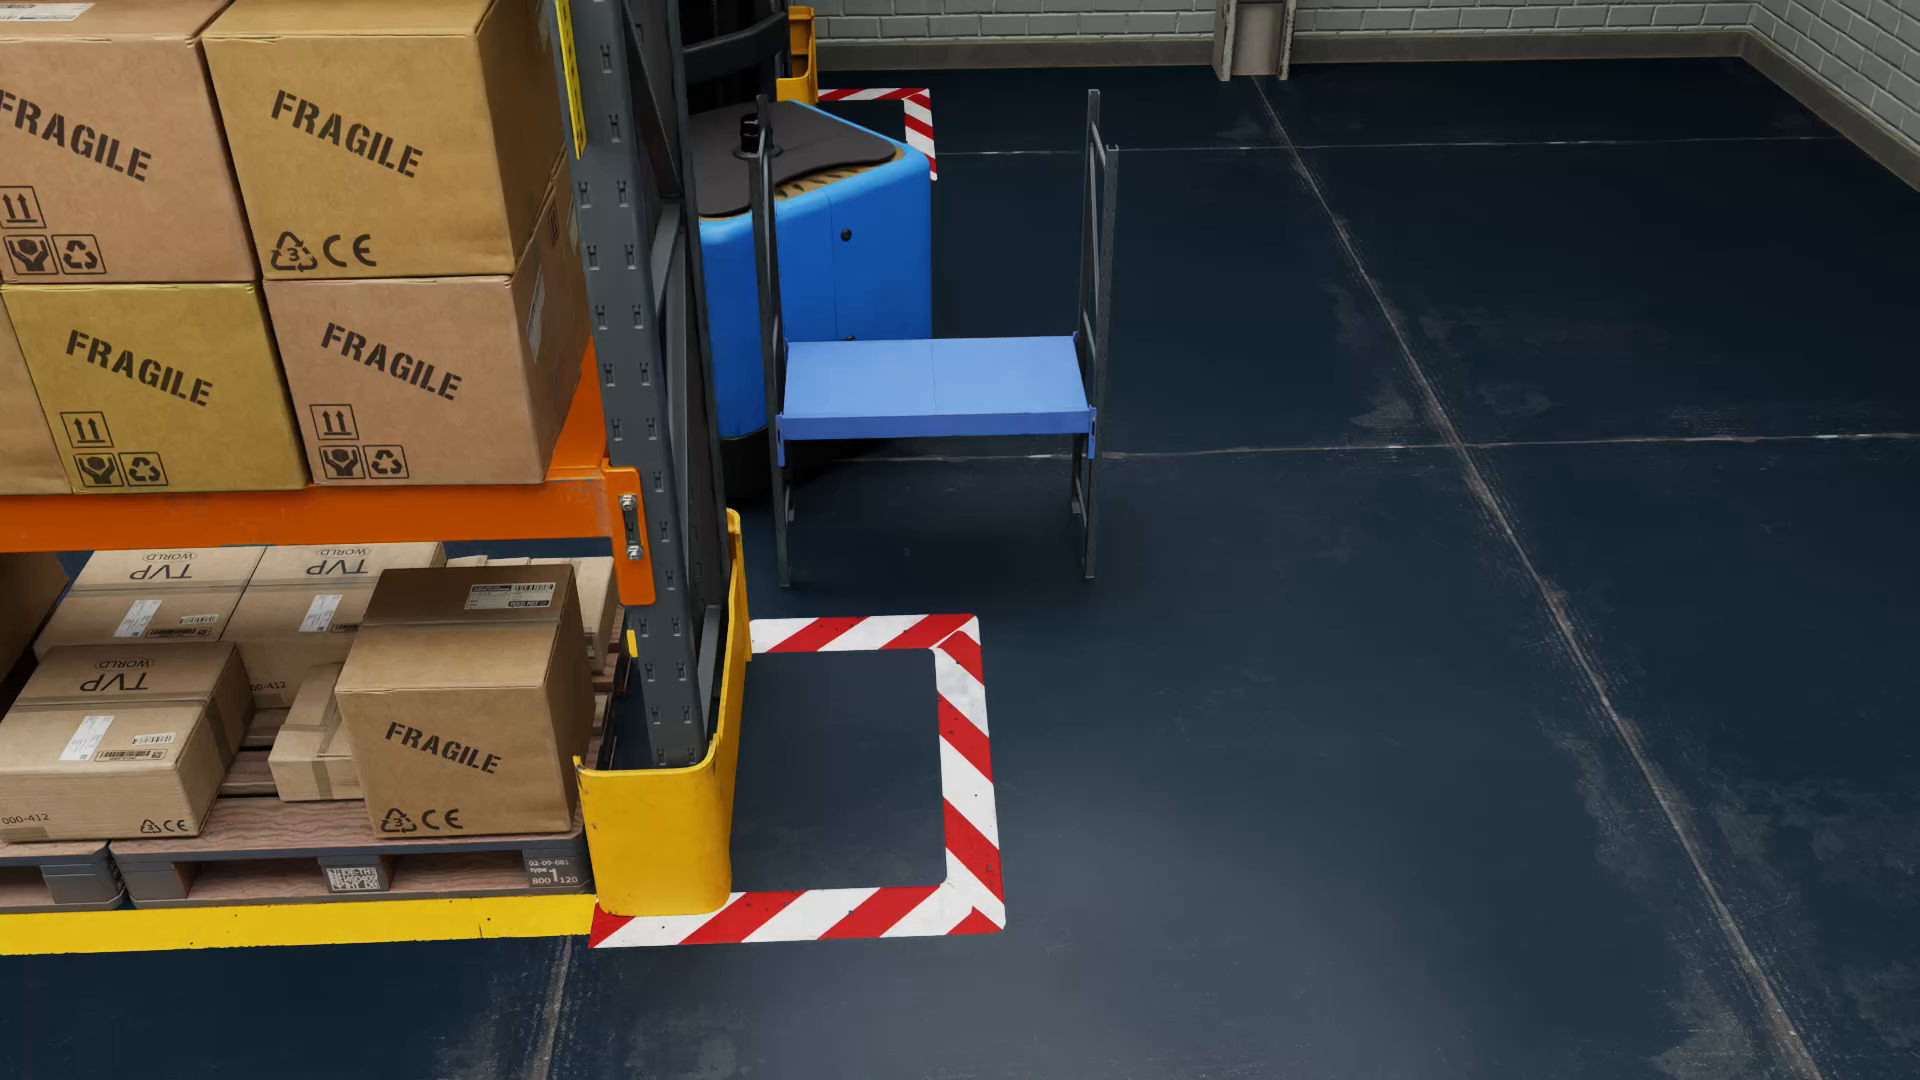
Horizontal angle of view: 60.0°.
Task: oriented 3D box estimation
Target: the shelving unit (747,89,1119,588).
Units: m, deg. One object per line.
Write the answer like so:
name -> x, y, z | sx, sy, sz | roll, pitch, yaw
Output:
shelving unit -> -0.085, -0.614, 5.320 | 1.048, 1.500, 0.538 | -2, 35, -2

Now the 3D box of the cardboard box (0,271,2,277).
cardboard box -> -2.183, -0.842, 3.364 | 0.500, 0.500, 0.500 | -1, 35, -1

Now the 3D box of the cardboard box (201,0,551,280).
cardboard box -> -1.161, -0.873, 3.409 | 0.500, 0.500, 0.500 | -2, 35, -3

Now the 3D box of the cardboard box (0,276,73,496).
cardboard box -> -2.180, -0.437, 3.657 | 0.500, 0.500, 0.500 | -1, 35, -2

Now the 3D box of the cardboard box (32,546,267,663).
cardboard box -> -2.284, 0.241, 4.795 | 0.500, 0.250, 0.500 | -2, 35, -2

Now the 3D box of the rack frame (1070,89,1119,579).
rack frame -> 0.423, -0.628, 5.340 | 0.032, 1.500, 0.500 | -2, 35, -2

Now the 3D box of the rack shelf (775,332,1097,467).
rack shelf -> -0.085, -0.467, 5.422 | 1.000, 0.185, 0.538 | -2, 35, -2

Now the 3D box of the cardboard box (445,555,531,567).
cardboard box -> -1.413, 0.218, 4.902 | 0.250, 0.166, 0.380 | -2, 35, -2

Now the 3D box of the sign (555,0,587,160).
sign -> -0.723, -0.879, 3.089 | 0.005, 0.325, 0.100 | -2, 35, -2

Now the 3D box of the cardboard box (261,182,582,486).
cardboard box -> -1.163, -0.463, 3.695 | 0.500, 0.500, 0.500 | -1, 35, -1

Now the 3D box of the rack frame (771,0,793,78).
rack frame -> -0.967, -3.405, 8.034 | 0.127, 3.000, 1.000 | -2, 35, -2

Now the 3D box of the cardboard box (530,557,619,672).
cardboard box -> -1.163, 0.219, 4.917 | 0.250, 0.149, 0.380 | -2, 35, -2

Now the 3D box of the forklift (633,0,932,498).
forklift -> -1.468, -2.097, 6.205 | 1.130, 2.935, 3.031 | -28, 44, -35

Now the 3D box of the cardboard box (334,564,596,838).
cardboard box -> -1.260, 0.413, 4.328 | 0.500, 0.500, 0.500 | -2, 35, -2

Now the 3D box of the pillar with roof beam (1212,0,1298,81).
pillar with roof beam -> 1.893, -3.989, 3.606 | 0.400, 9.000, 9.100 | -2, 35, -2

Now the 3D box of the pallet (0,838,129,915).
pallet -> -2.817, 0.613, 4.679 | 1.213, 0.211, 1.003 | -2, 35, -2

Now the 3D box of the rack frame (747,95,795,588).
rack frame -> -0.593, -0.601, 5.300 | 0.032, 1.500, 0.500 | -2, 35, -2

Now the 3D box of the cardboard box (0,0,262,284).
cardboard box -> -1.665, -0.859, 3.388 | 0.500, 0.500, 0.500 | -1, 35, -1

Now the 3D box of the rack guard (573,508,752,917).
rack guard -> -0.805, 0.441, 4.673 | 0.348, 0.500, 1.175 | -2, 35, -2

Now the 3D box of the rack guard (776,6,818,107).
rack guard -> -0.943, -2.377, 8.746 | 0.348, 0.500, 1.175 | -2, 35, -2

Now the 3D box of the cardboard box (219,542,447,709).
cardboard box -> -1.785, 0.228, 4.815 | 0.500, 0.250, 0.500 | -2, 35, -2

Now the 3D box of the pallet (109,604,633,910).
pallet -> -1.601, 0.582, 4.724 | 1.213, 0.211, 1.003 | -2, 35, -2

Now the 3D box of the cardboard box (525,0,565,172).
cardboard box -> -1.185, -1.179, 3.851 | 0.500, 0.500, 0.500 | -1, 35, -1

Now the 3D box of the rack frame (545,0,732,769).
rack frame -> -0.729, -0.589, 3.965 | 0.127, 3.000, 1.000 | -2, 35, -2

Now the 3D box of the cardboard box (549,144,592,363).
cardboard box -> -1.185, -0.768, 4.136 | 0.500, 0.500, 0.500 | -1, 35, -1

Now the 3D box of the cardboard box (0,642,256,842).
cardboard box -> -2.211, 0.524, 4.386 | 0.500, 0.250, 0.500 | -2, 35, -2

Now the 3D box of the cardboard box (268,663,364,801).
cardboard box -> -1.669, 0.510, 4.481 | 0.250, 0.166, 0.380 | -2, 35, -2

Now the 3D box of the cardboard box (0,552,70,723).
cardboard box -> -2.848, 0.311, 4.472 | 0.637, 0.503, 0.797 | -2, 35, -2

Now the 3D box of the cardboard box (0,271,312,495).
cardboard box -> -1.681, -0.447, 3.672 | 0.500, 0.500, 0.500 | -1, 35, -2

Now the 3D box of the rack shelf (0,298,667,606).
rack shelf -> -2.727, -0.239, 4.092 | 4.000, 0.370, 1.077 | -2, 35, -2
